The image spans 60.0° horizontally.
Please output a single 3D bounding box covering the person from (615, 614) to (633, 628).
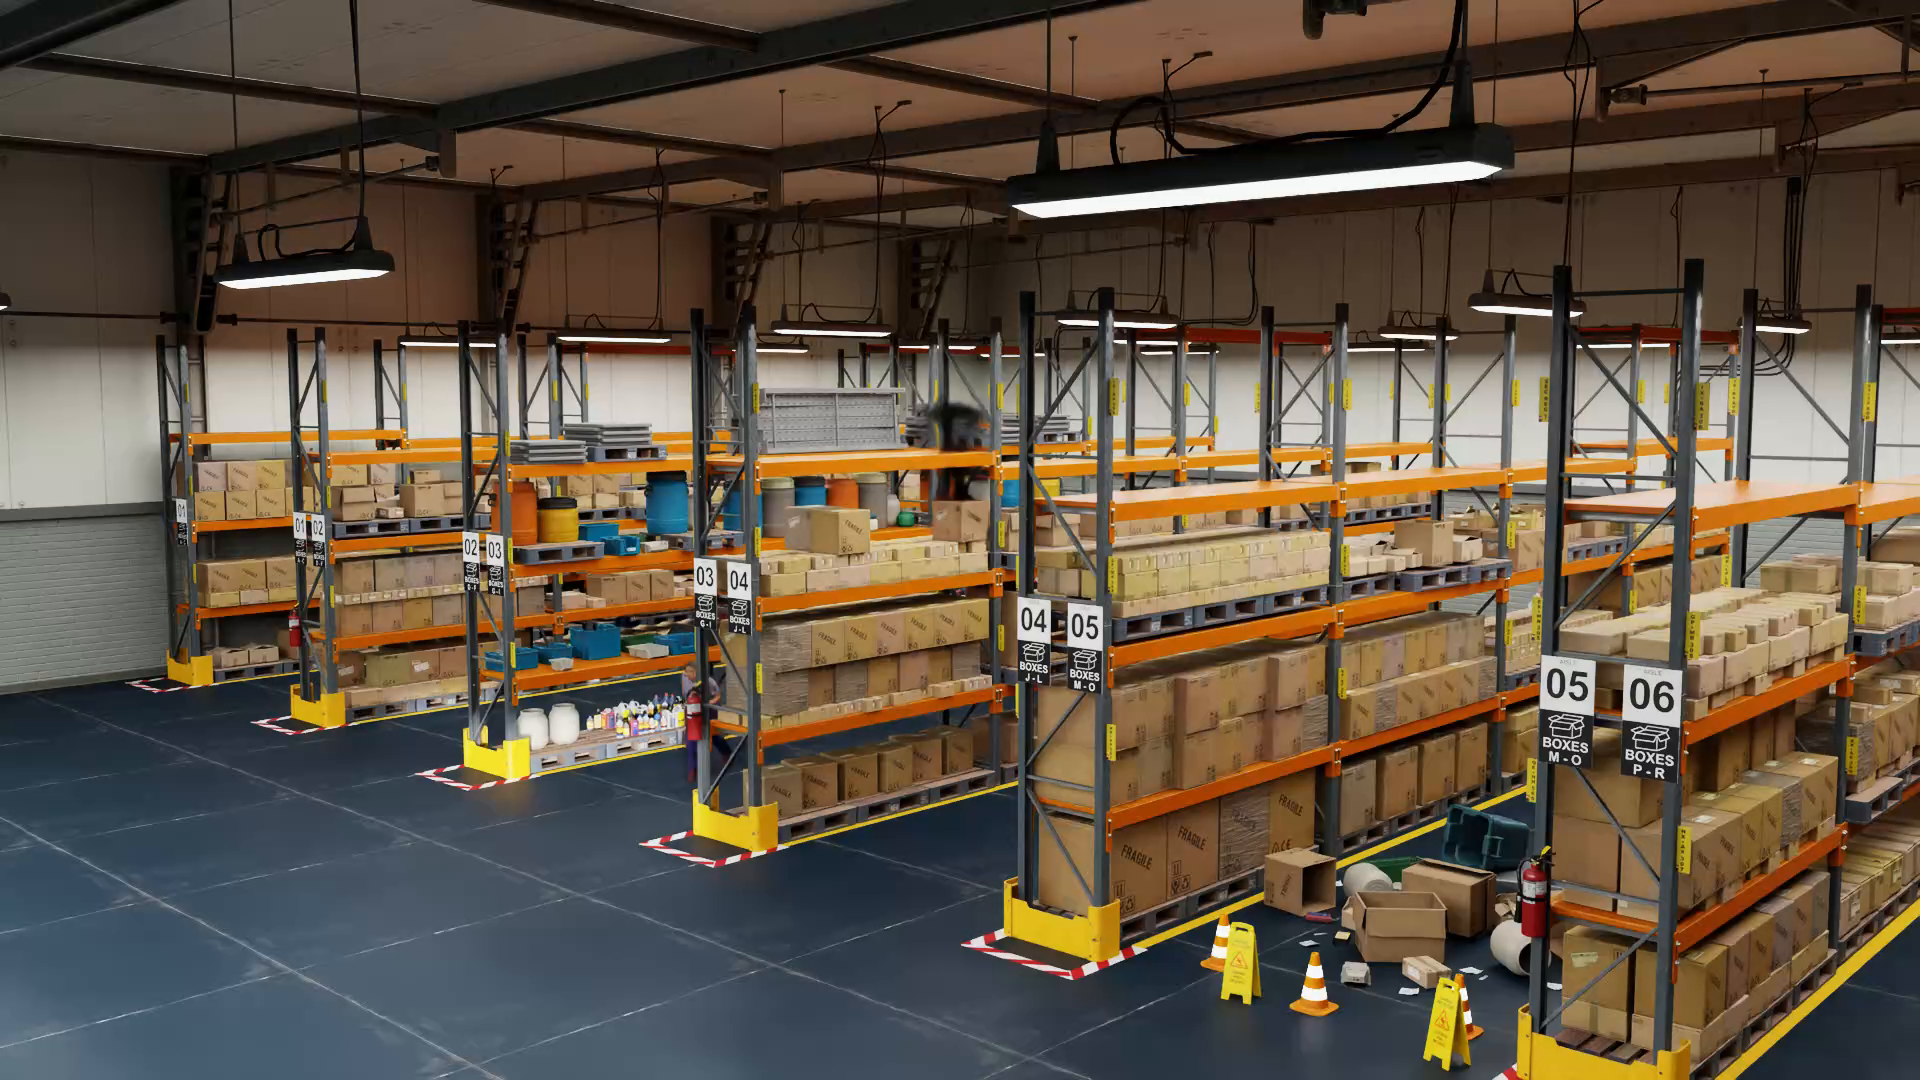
[{"bbox_3d":[-6.314,1.444,31.448,0.545,1.569,0.632,4,7,38],"label":"person"}]

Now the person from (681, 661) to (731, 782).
[{"bbox_3d":[-3.351,2.349,21.997,0.650,1.619,0.974,3,6,26],"label":"person"}]

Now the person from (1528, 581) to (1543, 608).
[{"bbox_3d":[10.522,1.528,30.089,0.534,1.637,0.643,-4,7,-36],"label":"person"}]
